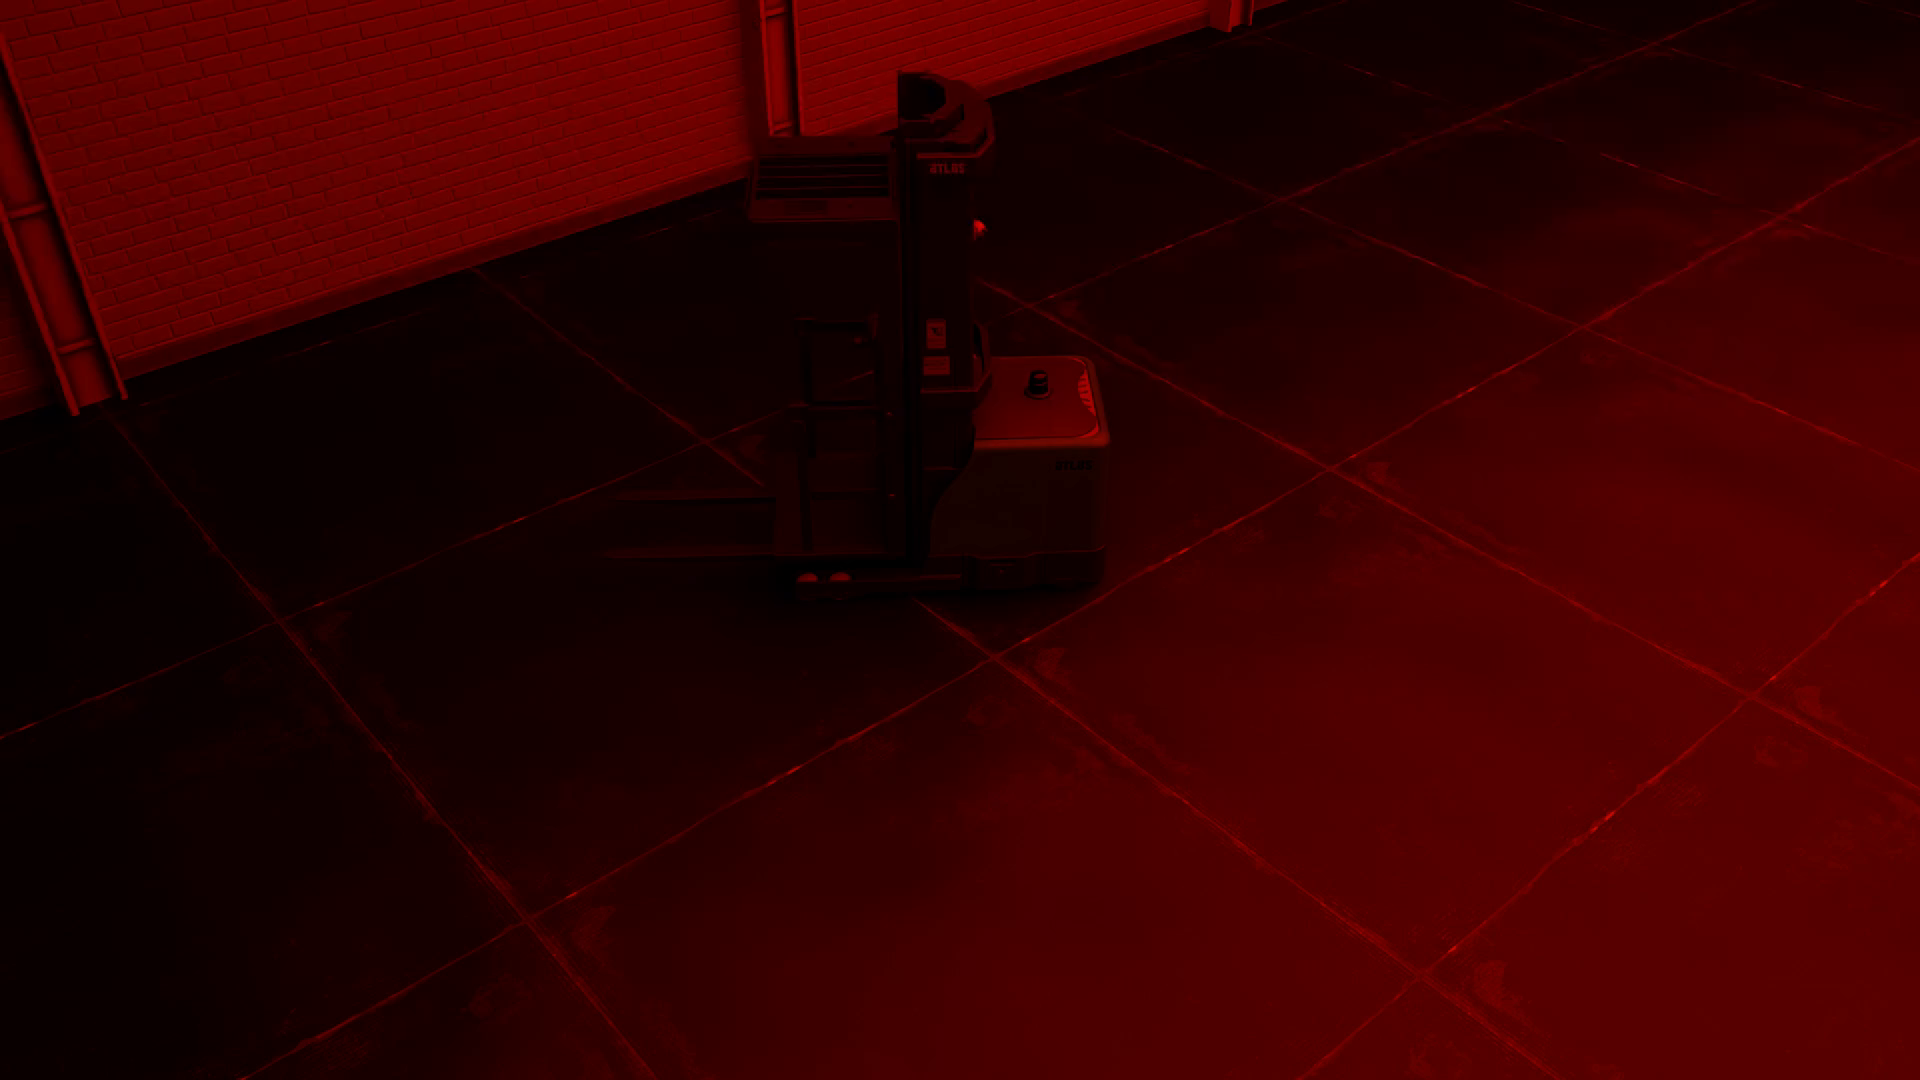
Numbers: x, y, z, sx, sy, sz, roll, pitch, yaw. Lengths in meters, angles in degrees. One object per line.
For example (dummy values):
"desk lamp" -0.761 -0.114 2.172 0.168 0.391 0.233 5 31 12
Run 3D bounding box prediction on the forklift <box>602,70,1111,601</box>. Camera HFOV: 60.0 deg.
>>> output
"forklift" -0.654 -1.136 9.570 3.031 2.935 1.130 -2 36 -2

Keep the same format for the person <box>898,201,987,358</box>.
"person" -0.149 -1.958 11.938 0.854 1.513 0.948 30 46 34
